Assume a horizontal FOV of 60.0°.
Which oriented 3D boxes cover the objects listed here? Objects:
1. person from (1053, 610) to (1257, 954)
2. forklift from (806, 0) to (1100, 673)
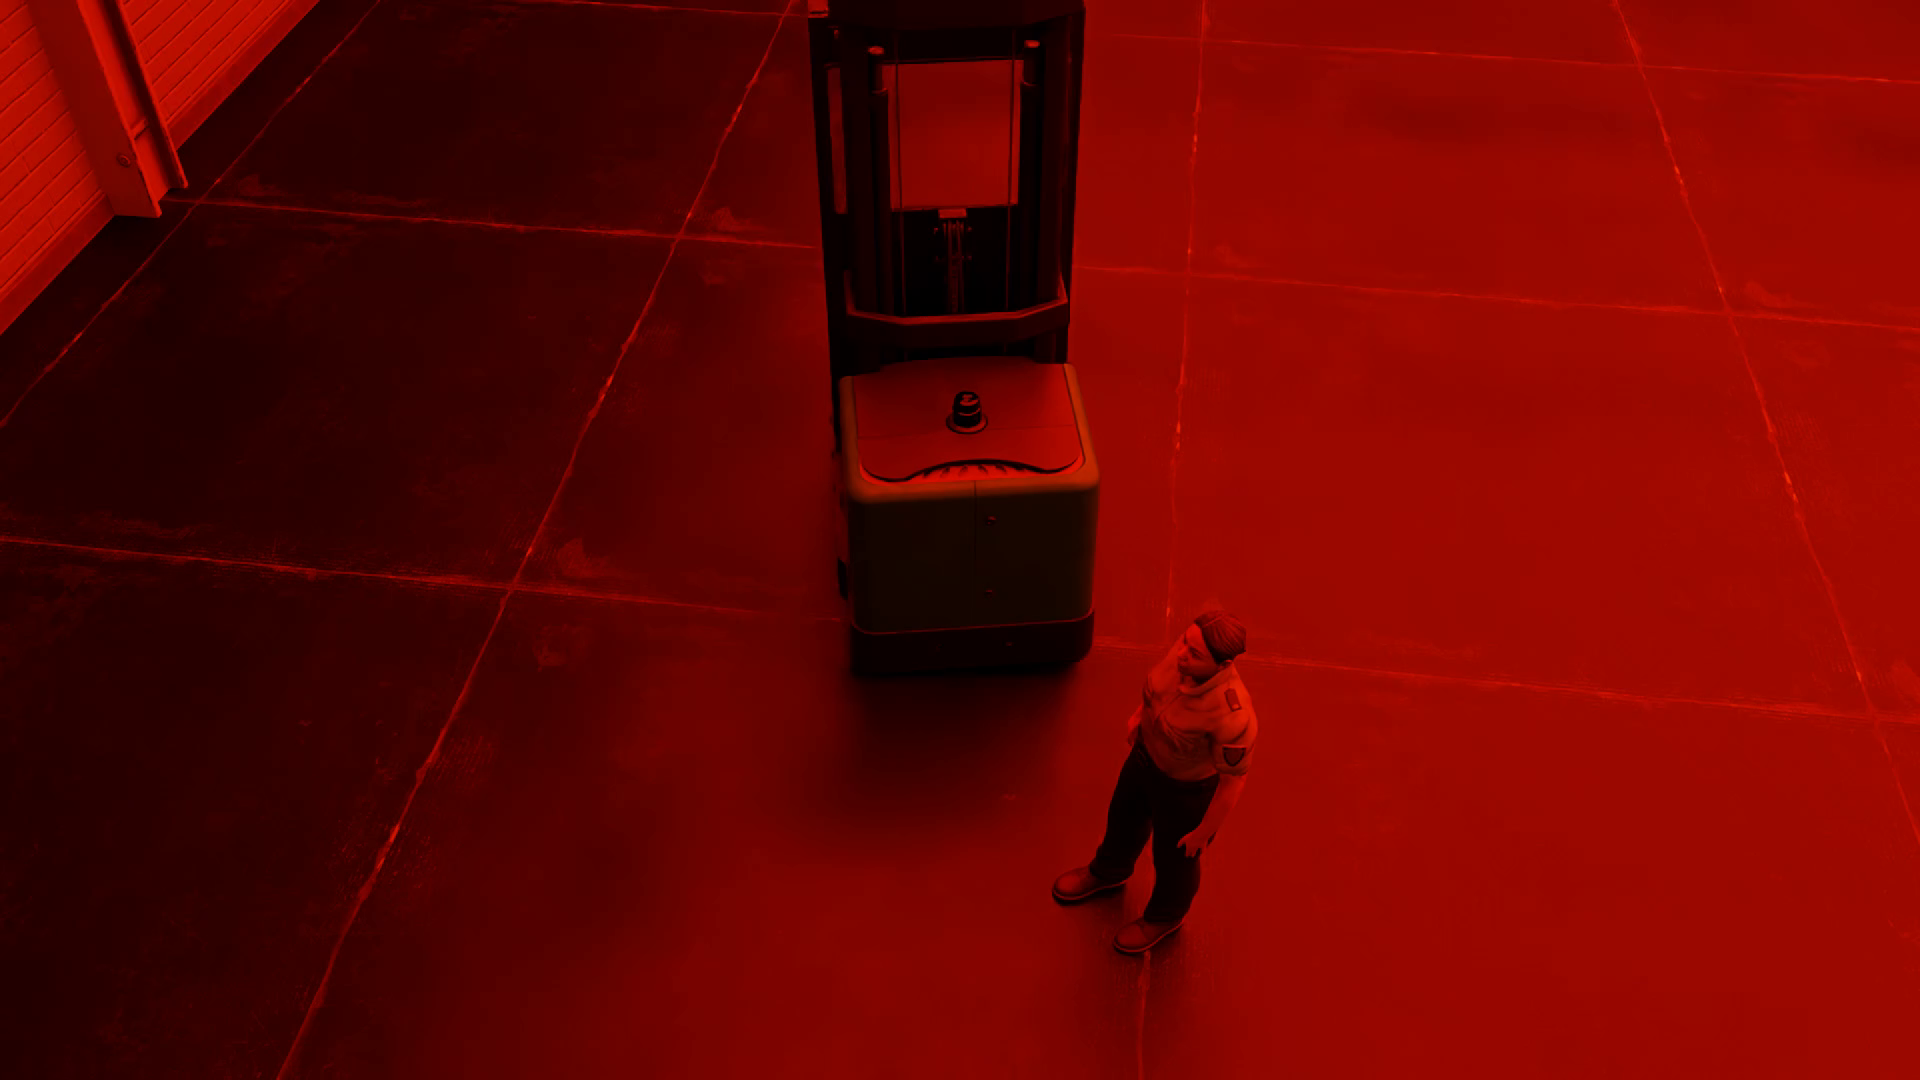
[{"bbox_3d":[0.672,0.847,5.744,0.504,1.654,0.587,-14,44,-14],"label":"person"},{"bbox_3d":[-0.077,-1.499,7.357,1.130,2.935,3.031,-4,43,-4],"label":"forklift"}]
